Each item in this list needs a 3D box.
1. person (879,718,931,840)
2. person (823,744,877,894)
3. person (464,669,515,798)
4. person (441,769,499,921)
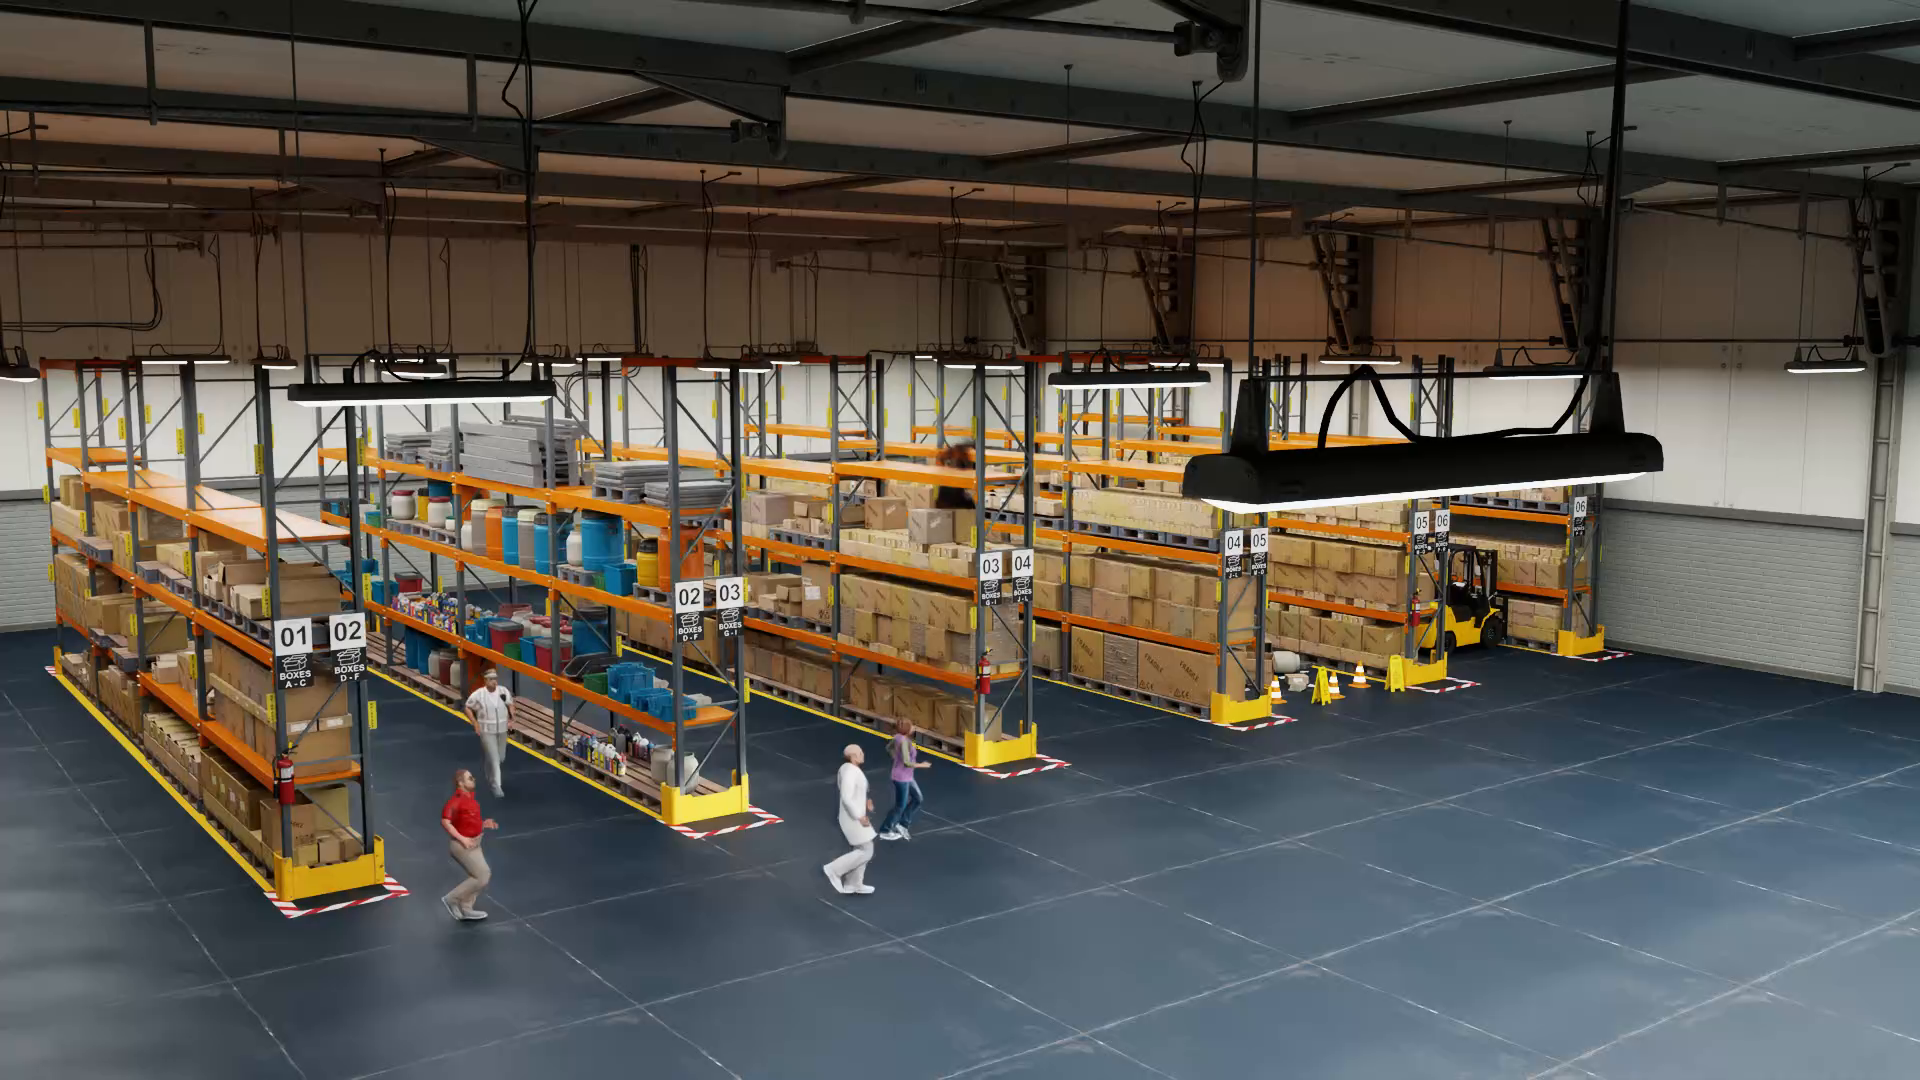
[{"bbox_3d":[-0.698,3.035,21.003,0.670,1.624,0.566,0,7,-4],"label":"person"},{"bbox_3d":[-1.269,3.194,19.026,0.636,1.750,0.731,-1,7,-12],"label":"person"},{"bbox_3d":[-6.591,2.667,23.400,0.675,1.784,0.868,-5,9,-37],"label":"person"},{"bbox_3d":[-5.353,3.357,18.145,0.598,1.613,0.679,-1,7,-8],"label":"person"}]
